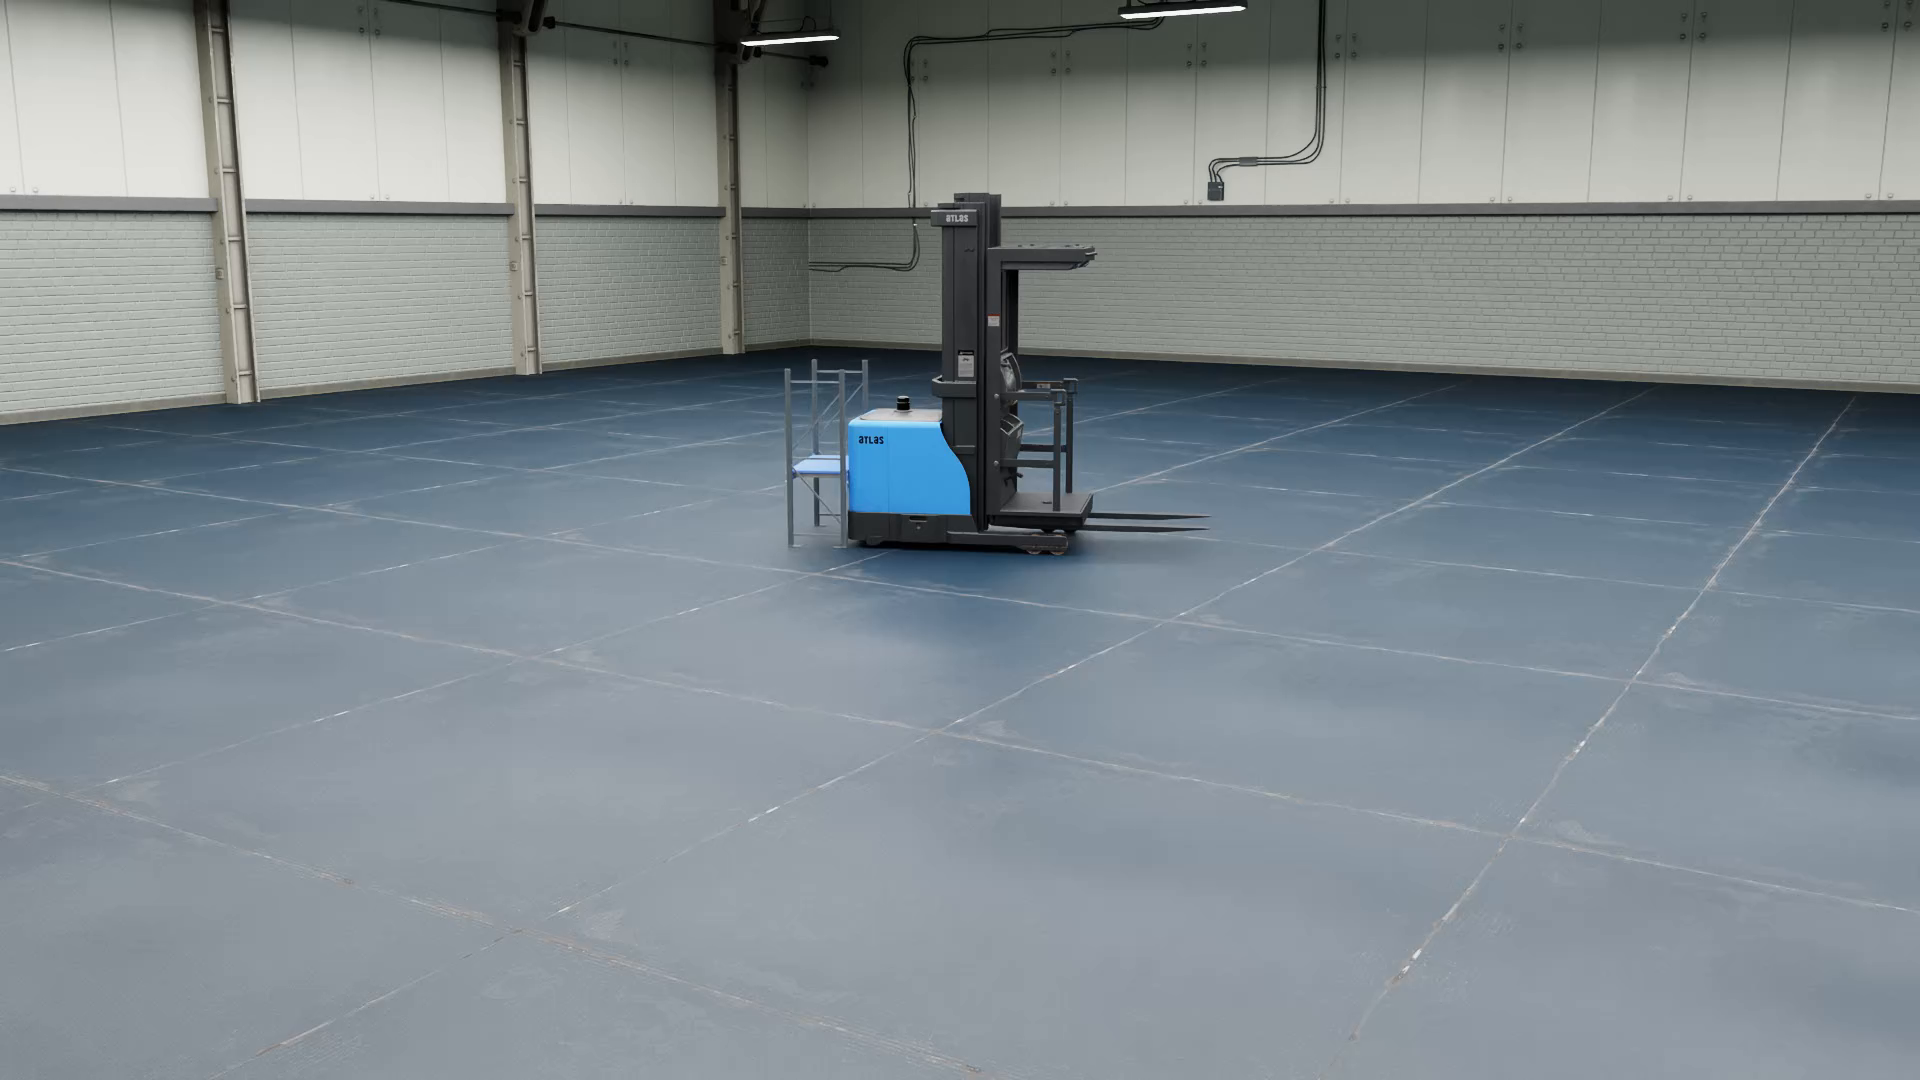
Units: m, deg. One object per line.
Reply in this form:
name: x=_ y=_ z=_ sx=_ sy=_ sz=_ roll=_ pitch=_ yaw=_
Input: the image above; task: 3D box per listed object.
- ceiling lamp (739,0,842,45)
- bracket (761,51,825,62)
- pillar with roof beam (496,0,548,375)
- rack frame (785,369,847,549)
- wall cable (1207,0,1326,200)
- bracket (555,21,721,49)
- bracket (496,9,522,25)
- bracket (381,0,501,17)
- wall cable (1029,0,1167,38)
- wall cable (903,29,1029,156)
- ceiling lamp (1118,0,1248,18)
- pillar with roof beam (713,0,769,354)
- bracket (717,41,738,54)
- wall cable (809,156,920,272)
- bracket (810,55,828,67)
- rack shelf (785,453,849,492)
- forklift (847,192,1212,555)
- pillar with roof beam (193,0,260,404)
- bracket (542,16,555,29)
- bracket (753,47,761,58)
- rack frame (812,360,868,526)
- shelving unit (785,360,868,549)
ceiling lamp: x=-2.833 y=-10.256 z=28.834 sx=2.000 sy=3.185 sz=0.800 roll=6 pitch=12 yaw=31
bracket: x=-3.443 y=-10.529 z=36.372 sx=0.076 sy=0.066 sz=3.189 roll=6 pitch=12 yaw=31
pillar with roof beam: x=-4.322 y=-7.093 z=27.804 sx=9.100 sy=9.000 sz=0.548 roll=6 pitch=12 yaw=31
rack frame: x=-1.203 y=-0.674 z=13.895 sx=0.500 sy=1.500 sz=0.032 roll=1 pitch=11 yaw=8
wall cable: x=5.879 y=-9.547 z=31.670 sx=2.305 sy=6.003 sz=0.169 roll=6 pitch=12 yaw=31
bracket: x=-6.136 y=-9.713 z=32.016 sx=0.076 sy=0.066 sz=4.783 roll=6 pitch=12 yaw=31
bracket: x=-7.913 y=-9.175 z=29.140 sx=0.235 sy=0.232 sz=0.430 roll=6 pitch=12 yaw=31
bracket: x=-9.251 y=-8.770 z=26.975 sx=0.076 sy=0.066 sz=4.783 roll=6 pitch=12 yaw=31
wall cable: x=2.731 y=-11.423 z=33.284 sx=3.097 sy=2.526 sz=0.112 roll=6 pitch=12 yaw=31
wall cable: x=0.086 y=-9.483 z=35.281 sx=3.097 sy=2.526 sz=0.112 roll=6 pitch=12 yaw=31
ceiling lamp: x=3.483 y=-9.550 z=25.063 sx=2.000 sy=3.185 sz=0.800 roll=6 pitch=12 yaw=31
pillar with roof beam: x=-1.207 y=-8.037 z=32.844 sx=9.100 sy=9.000 sz=0.548 roll=6 pitch=12 yaw=31
bracket: x=-4.798 y=-10.118 z=34.180 sx=0.235 sy=0.232 sz=0.430 roll=6 pitch=12 yaw=31
wall cable: x=-2.226 y=-7.259 z=37.127 sx=3.097 sy=2.526 sz=0.112 roll=6 pitch=12 yaw=31
bracket: x=-3.137 y=-10.622 z=36.868 sx=0.235 sy=0.232 sz=0.430 roll=6 pitch=12 yaw=31
rack shelf: x=-1.136 y=-0.590 z=14.424 sx=0.538 sy=0.185 sz=1.000 roll=1 pitch=11 yaw=8
forklift: x=0.616 y=-1.421 z=13.996 sx=3.031 sy=2.935 sz=1.130 roll=2 pitch=11 yaw=9
pillar with roof beam: x=-7.437 y=-6.150 z=22.763 sx=9.100 sy=9.000 sz=0.400 roll=6 pitch=12 yaw=31
bracket: x=-7.482 y=-9.305 z=29.837 sx=0.235 sy=0.232 sz=0.430 roll=6 pitch=12 yaw=31
bracket: x=-4.367 y=-10.249 z=34.877 sx=0.235 sy=0.232 sz=0.430 roll=6 pitch=12 yaw=31
rack frame: x=-1.068 y=-0.860 z=14.886 sx=0.500 sy=1.500 sz=0.032 roll=1 pitch=11 yaw=8
shelving unit: x=-1.136 y=-0.767 z=14.390 sx=0.538 sy=1.500 sz=1.048 roll=1 pitch=11 yaw=8
